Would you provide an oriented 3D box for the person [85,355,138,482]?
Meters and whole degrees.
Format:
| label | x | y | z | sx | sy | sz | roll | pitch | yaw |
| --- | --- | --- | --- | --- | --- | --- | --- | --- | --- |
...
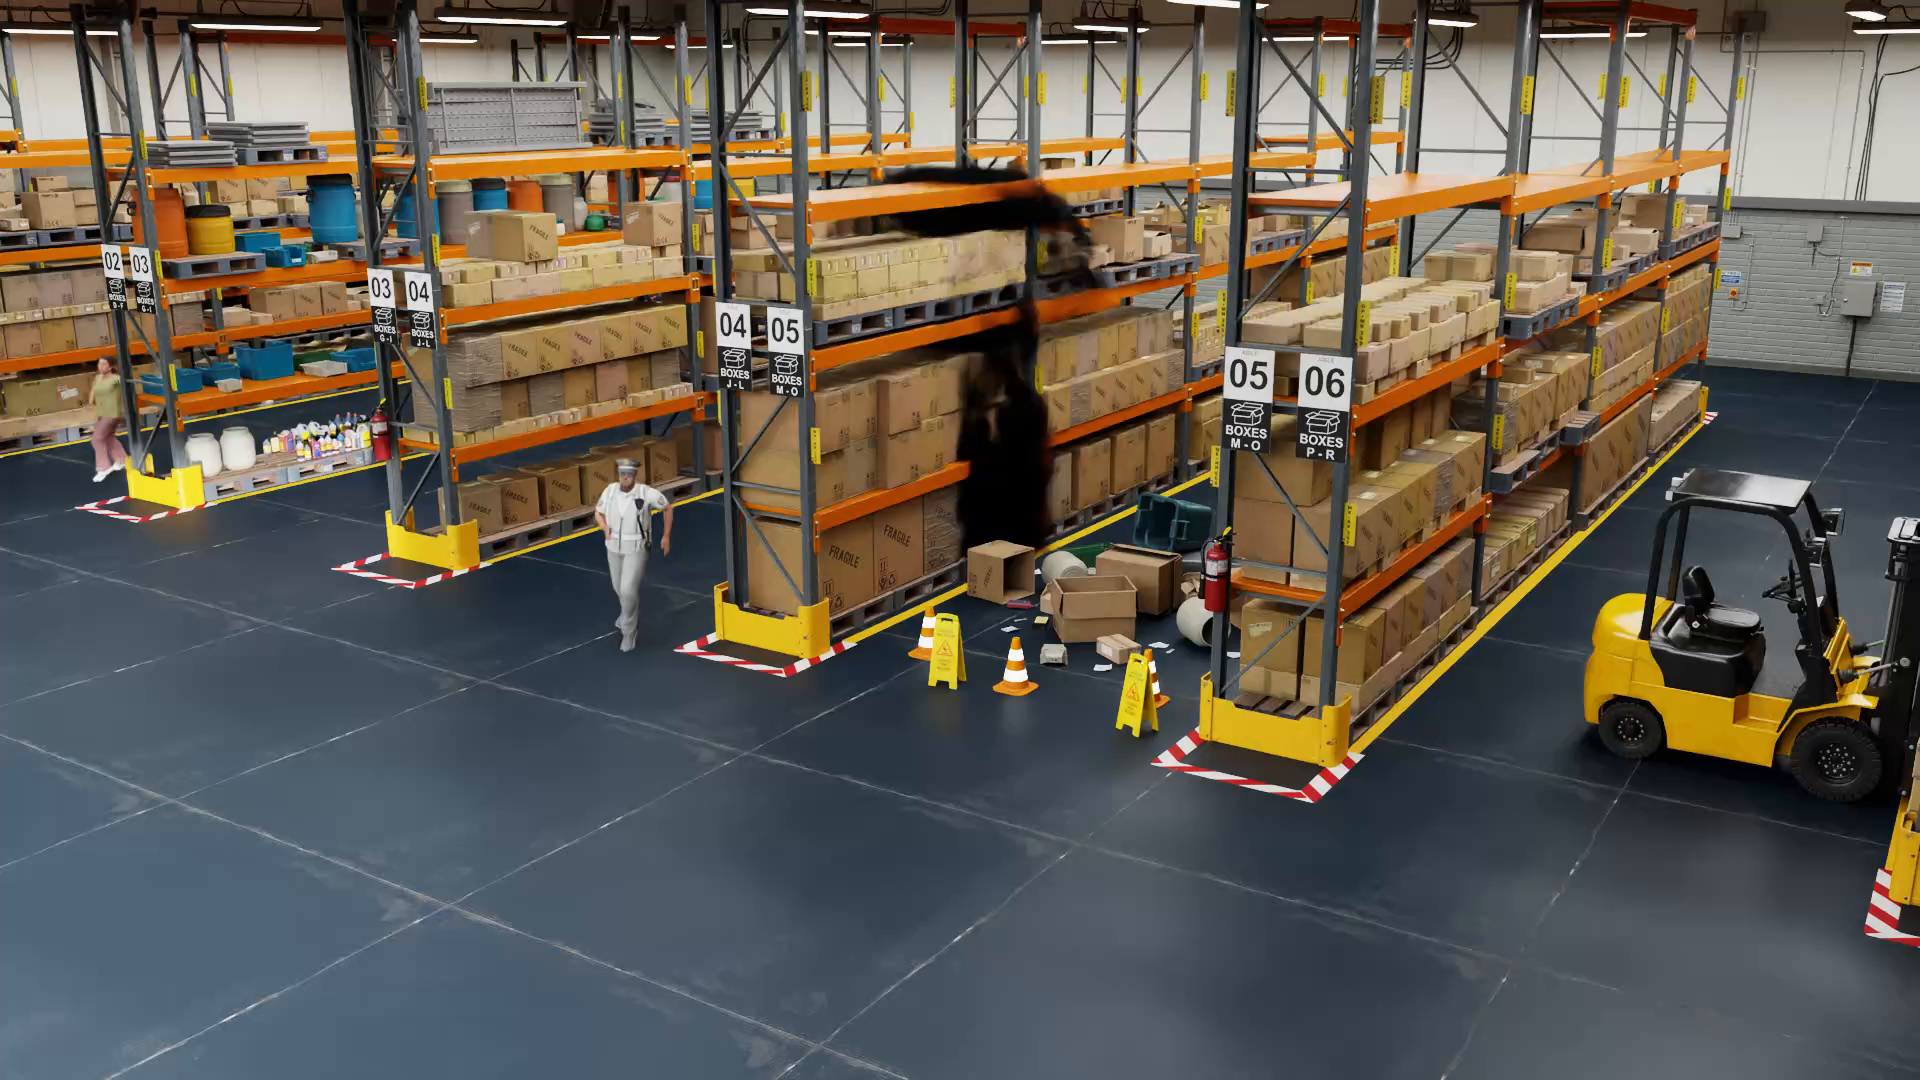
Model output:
| label | x | y | z | sx | sy | sz | roll | pitch | yaw |
| --- | --- | --- | --- | --- | --- | --- | --- | --- | --- |
| person | -11.230 | -1.616 | 22.009 | 0.644 | 1.677 | 0.686 | 7 | 17 | 25 |

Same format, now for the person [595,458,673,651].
| label | x | y | z | sx | sy | sz | roll | pitch | yaw |
| --- | --- | --- | --- | --- | --- | --- | --- | --- | --- |
| person | -3.076 | 0.099 | 15.661 | 0.697 | 1.850 | 0.807 | 3 | 16 | 12 |
